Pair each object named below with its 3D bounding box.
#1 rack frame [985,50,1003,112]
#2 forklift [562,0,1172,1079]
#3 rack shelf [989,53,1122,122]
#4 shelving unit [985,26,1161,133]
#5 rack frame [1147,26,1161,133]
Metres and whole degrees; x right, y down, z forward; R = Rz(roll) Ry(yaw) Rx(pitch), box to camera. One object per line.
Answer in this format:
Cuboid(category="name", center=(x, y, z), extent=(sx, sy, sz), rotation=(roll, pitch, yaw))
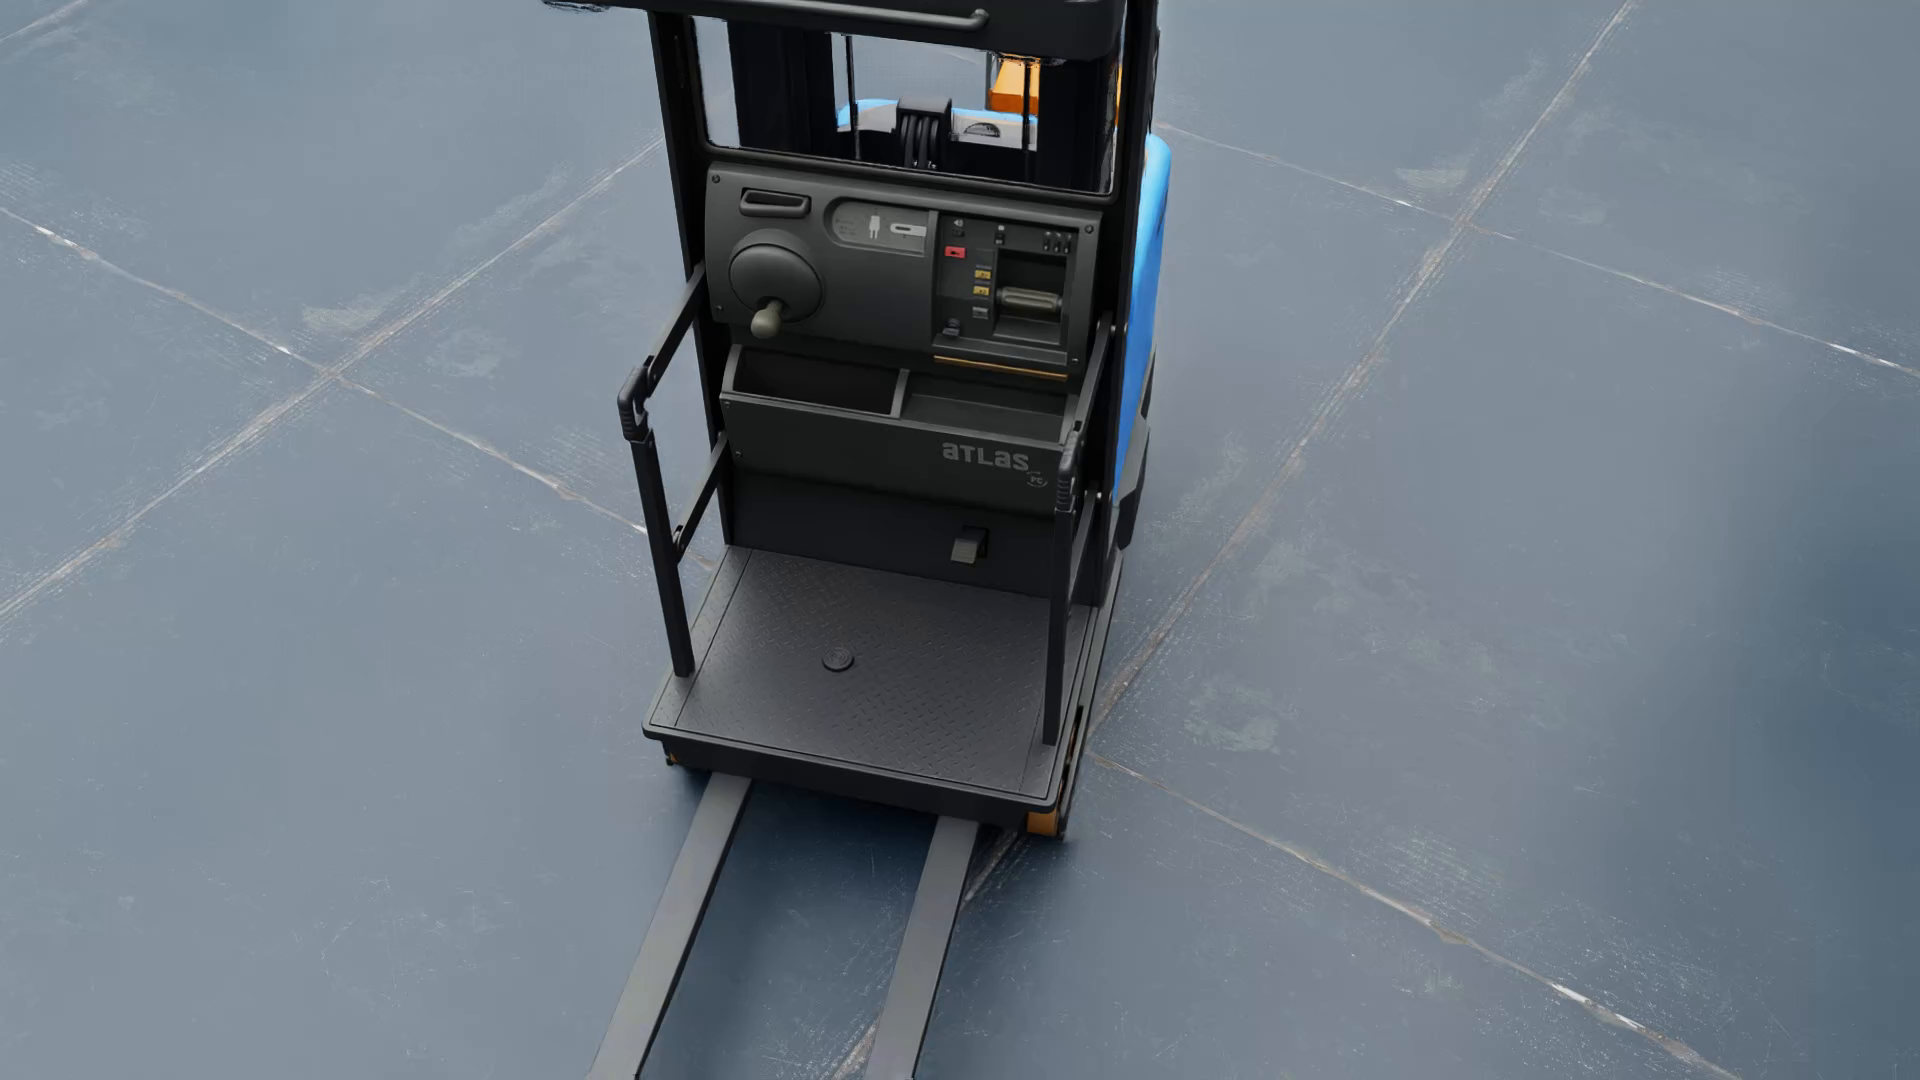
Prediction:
Cuboid(category="rack frame", center=(0.104, -1.126, 5.499), extent=(0.015, 1.200, 0.240), rotation=(8, 44, 7))
Cuboid(category="forklift", center=(-0.190, -0.532, 3.723), extent=(1.130, 2.935, 3.031), rotation=(9, 47, 9))
Cuboid(category="rack shelf", center=(0.348, -1.380, 5.199), extent=(0.480, 0.148, 0.258), rotation=(8, 44, 7))
Cuboid(category="shelving unit", center=(0.344, -1.094, 5.468), extent=(0.503, 1.200, 0.258), rotation=(8, 44, 7))
Cuboid(category="rack frame", center=(0.584, -1.062, 5.437), extent=(0.015, 1.200, 0.240), rotation=(8, 44, 7))
